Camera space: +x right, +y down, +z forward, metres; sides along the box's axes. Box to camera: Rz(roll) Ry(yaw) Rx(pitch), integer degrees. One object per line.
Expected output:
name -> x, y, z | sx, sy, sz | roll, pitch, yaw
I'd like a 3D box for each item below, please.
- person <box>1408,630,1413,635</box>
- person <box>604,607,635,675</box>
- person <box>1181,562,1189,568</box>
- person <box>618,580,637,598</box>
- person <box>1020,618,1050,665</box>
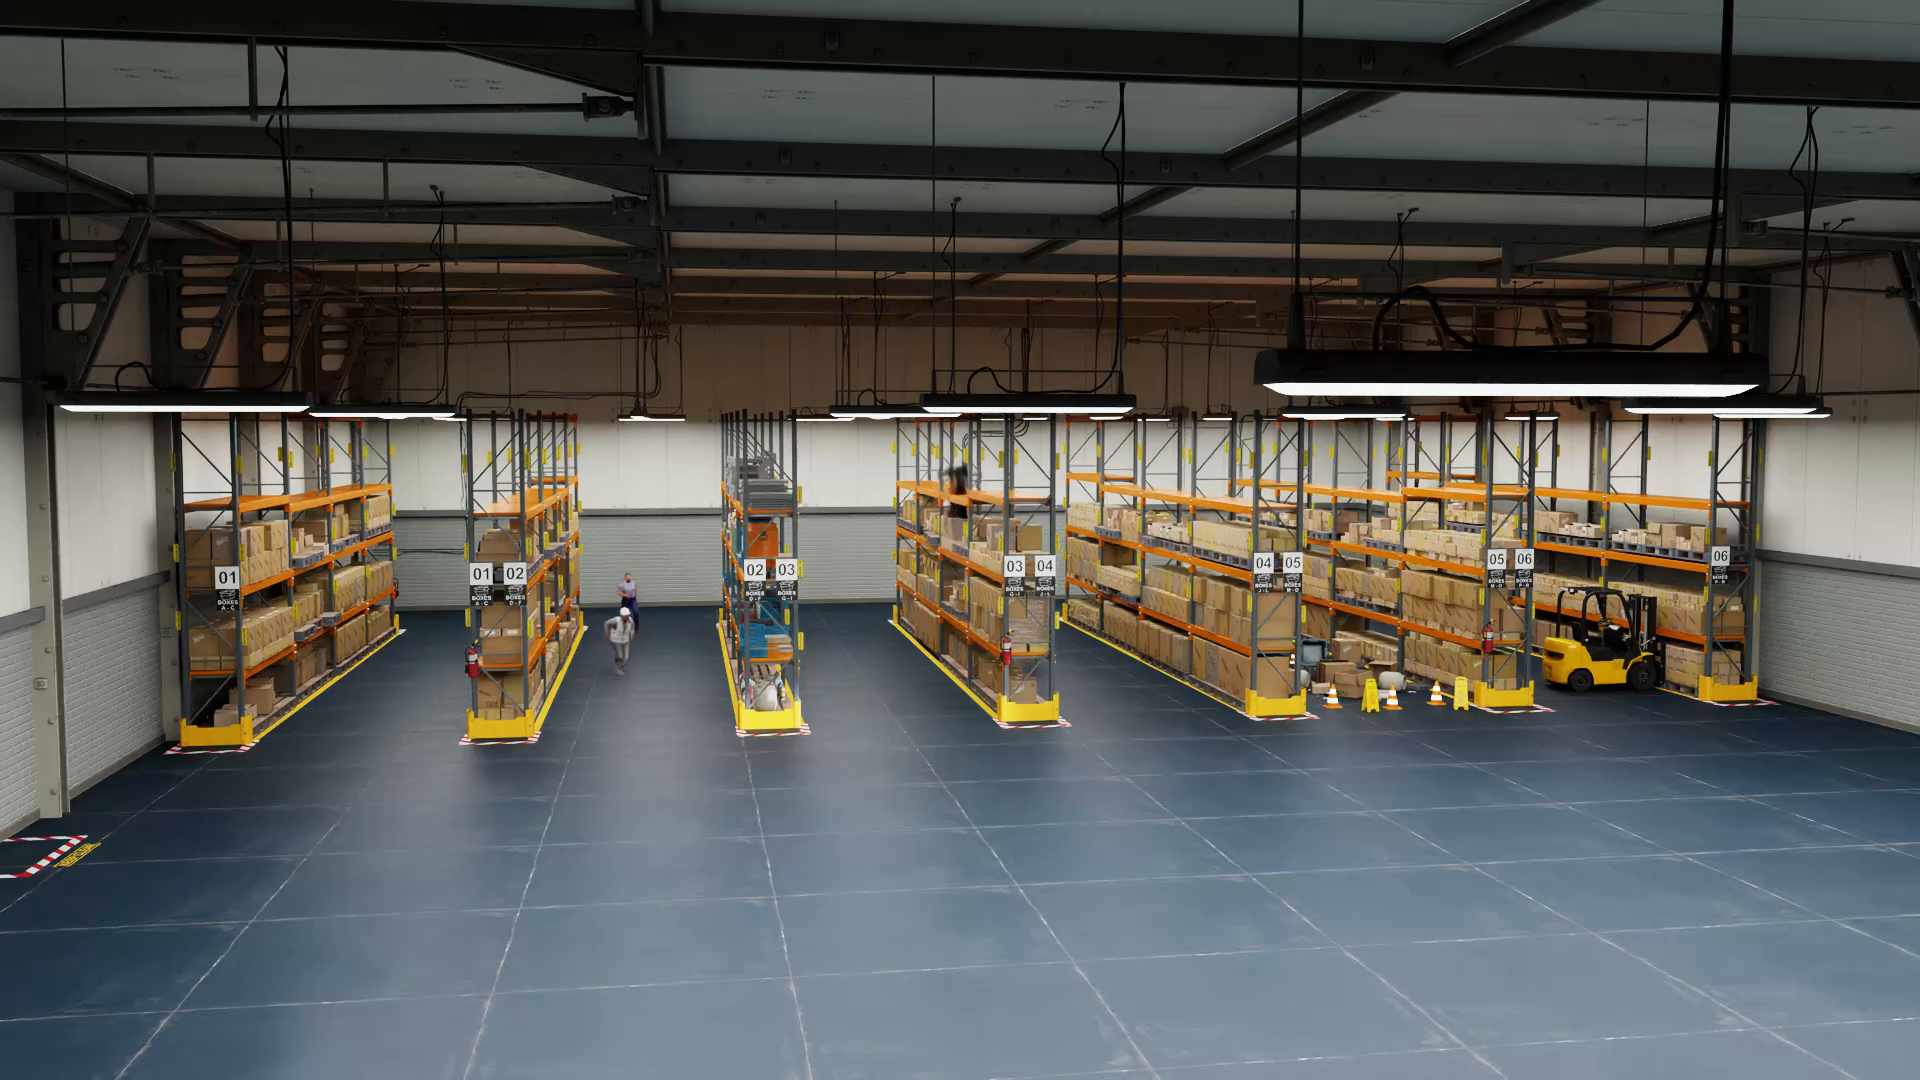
person -> 12.202, 1.707, 44.006 | 0.669, 1.677, 0.949 | -2, 4, -27
person -> -7.699, 2.302, 37.651 | 0.690, 1.598, 0.811 | -2, 5, -30
person -> 7.051, 1.204, 51.565 | 1.000, 1.768, 0.691 | -2, 4, -25
person -> -9.025, 1.442, 45.304 | 0.572, 0.328, 0.161 | -2, 4, -23
person -> 1.801, 2.094, 39.421 | 0.767, 1.752, 0.432 | 0, 4, 0
